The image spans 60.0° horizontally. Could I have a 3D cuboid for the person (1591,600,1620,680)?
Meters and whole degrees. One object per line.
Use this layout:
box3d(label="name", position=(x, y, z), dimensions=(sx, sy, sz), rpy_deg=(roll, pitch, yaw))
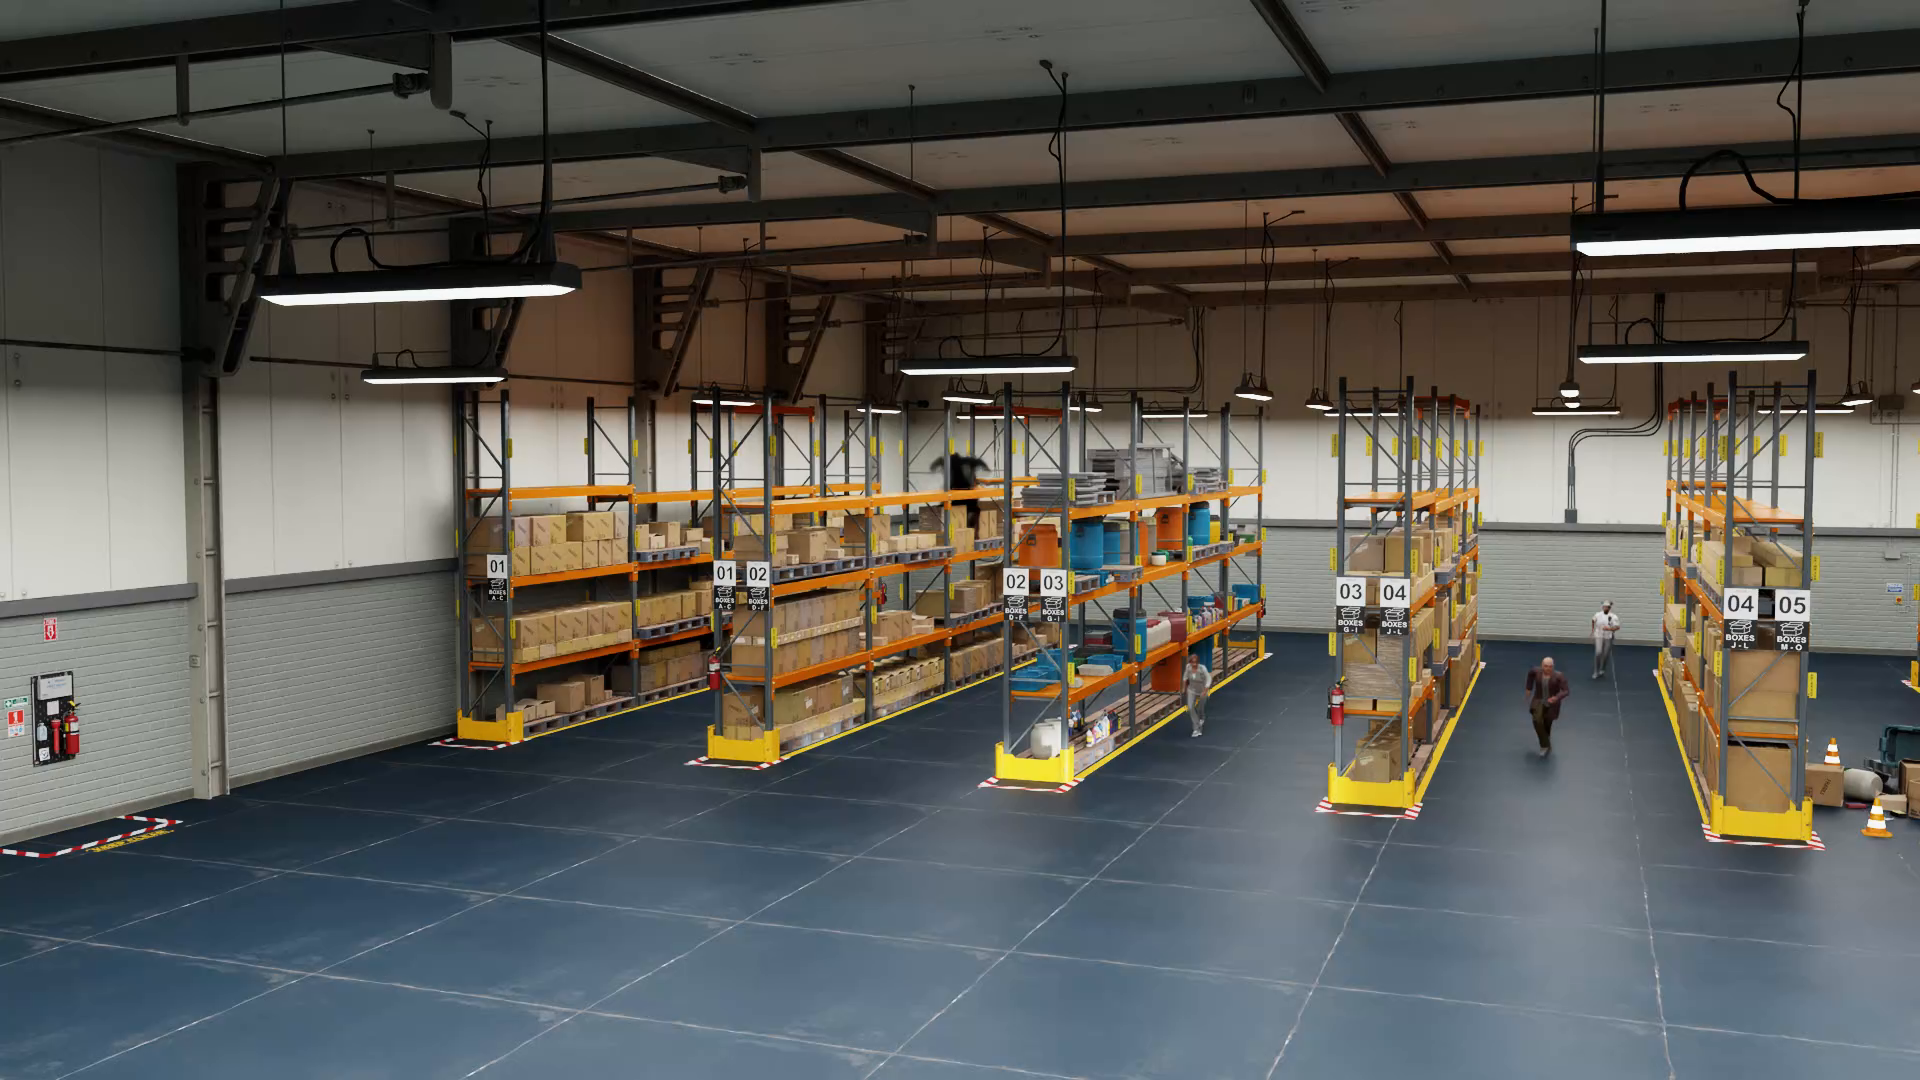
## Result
box3d(label="person", position=(14.046, 2.168, 36.200), dimensions=(0.574, 1.731, 0.709), rpy_deg=(1, 3, 20))

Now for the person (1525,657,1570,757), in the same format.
box3d(label="person", position=(9.597, 2.678, 27.177), dimensions=(0.712, 1.618, 1.118), rpy_deg=(1, 3, 23))

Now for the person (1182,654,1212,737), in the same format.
box3d(label="person", position=(4.179, 2.674, 29.069), dimensions=(0.520, 1.456, 0.965), rpy_deg=(1, 3, 23))
